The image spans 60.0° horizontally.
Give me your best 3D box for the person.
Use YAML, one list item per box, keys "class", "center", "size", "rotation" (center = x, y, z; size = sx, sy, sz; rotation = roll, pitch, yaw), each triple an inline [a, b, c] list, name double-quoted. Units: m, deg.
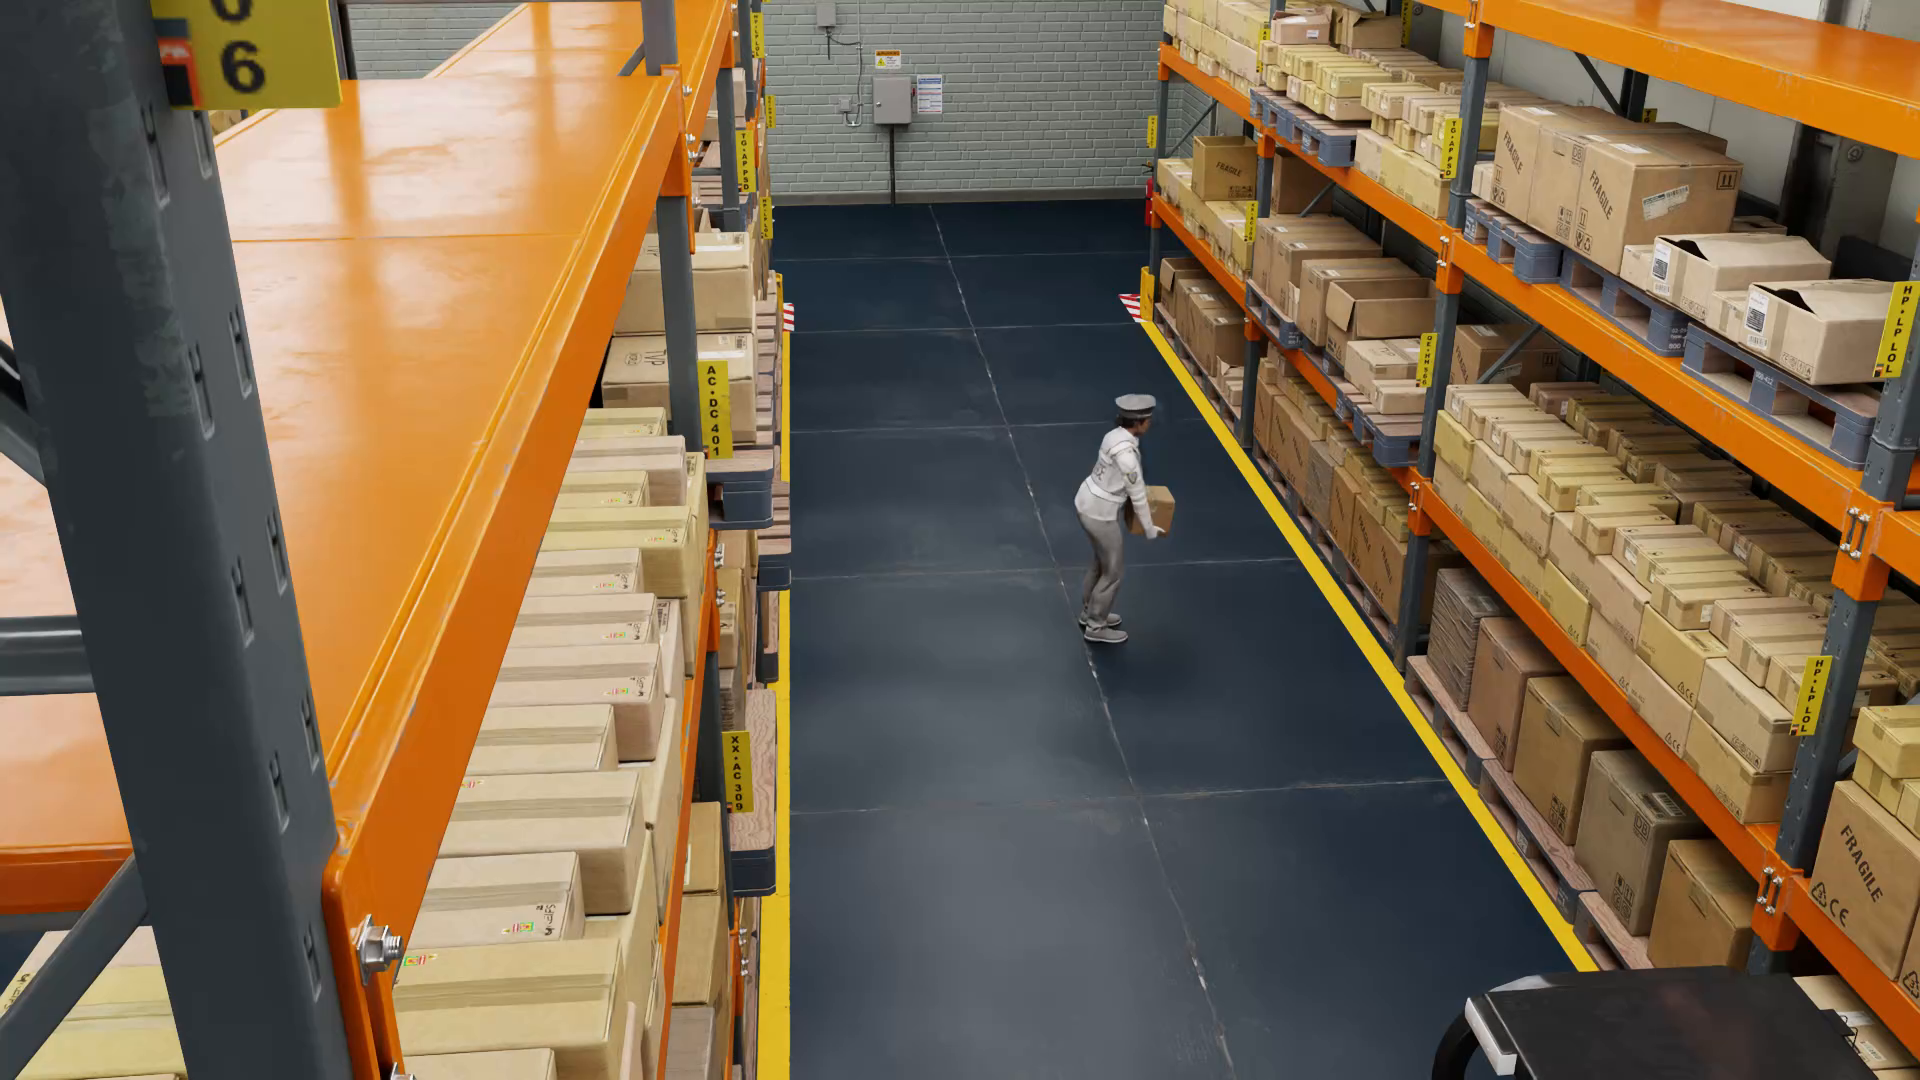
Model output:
- class: "person"
  center: [1.016, -0.144, 10.684]
  size: [0.559, 1.630, 0.412]
  rotation: [-3, 24, -6]
